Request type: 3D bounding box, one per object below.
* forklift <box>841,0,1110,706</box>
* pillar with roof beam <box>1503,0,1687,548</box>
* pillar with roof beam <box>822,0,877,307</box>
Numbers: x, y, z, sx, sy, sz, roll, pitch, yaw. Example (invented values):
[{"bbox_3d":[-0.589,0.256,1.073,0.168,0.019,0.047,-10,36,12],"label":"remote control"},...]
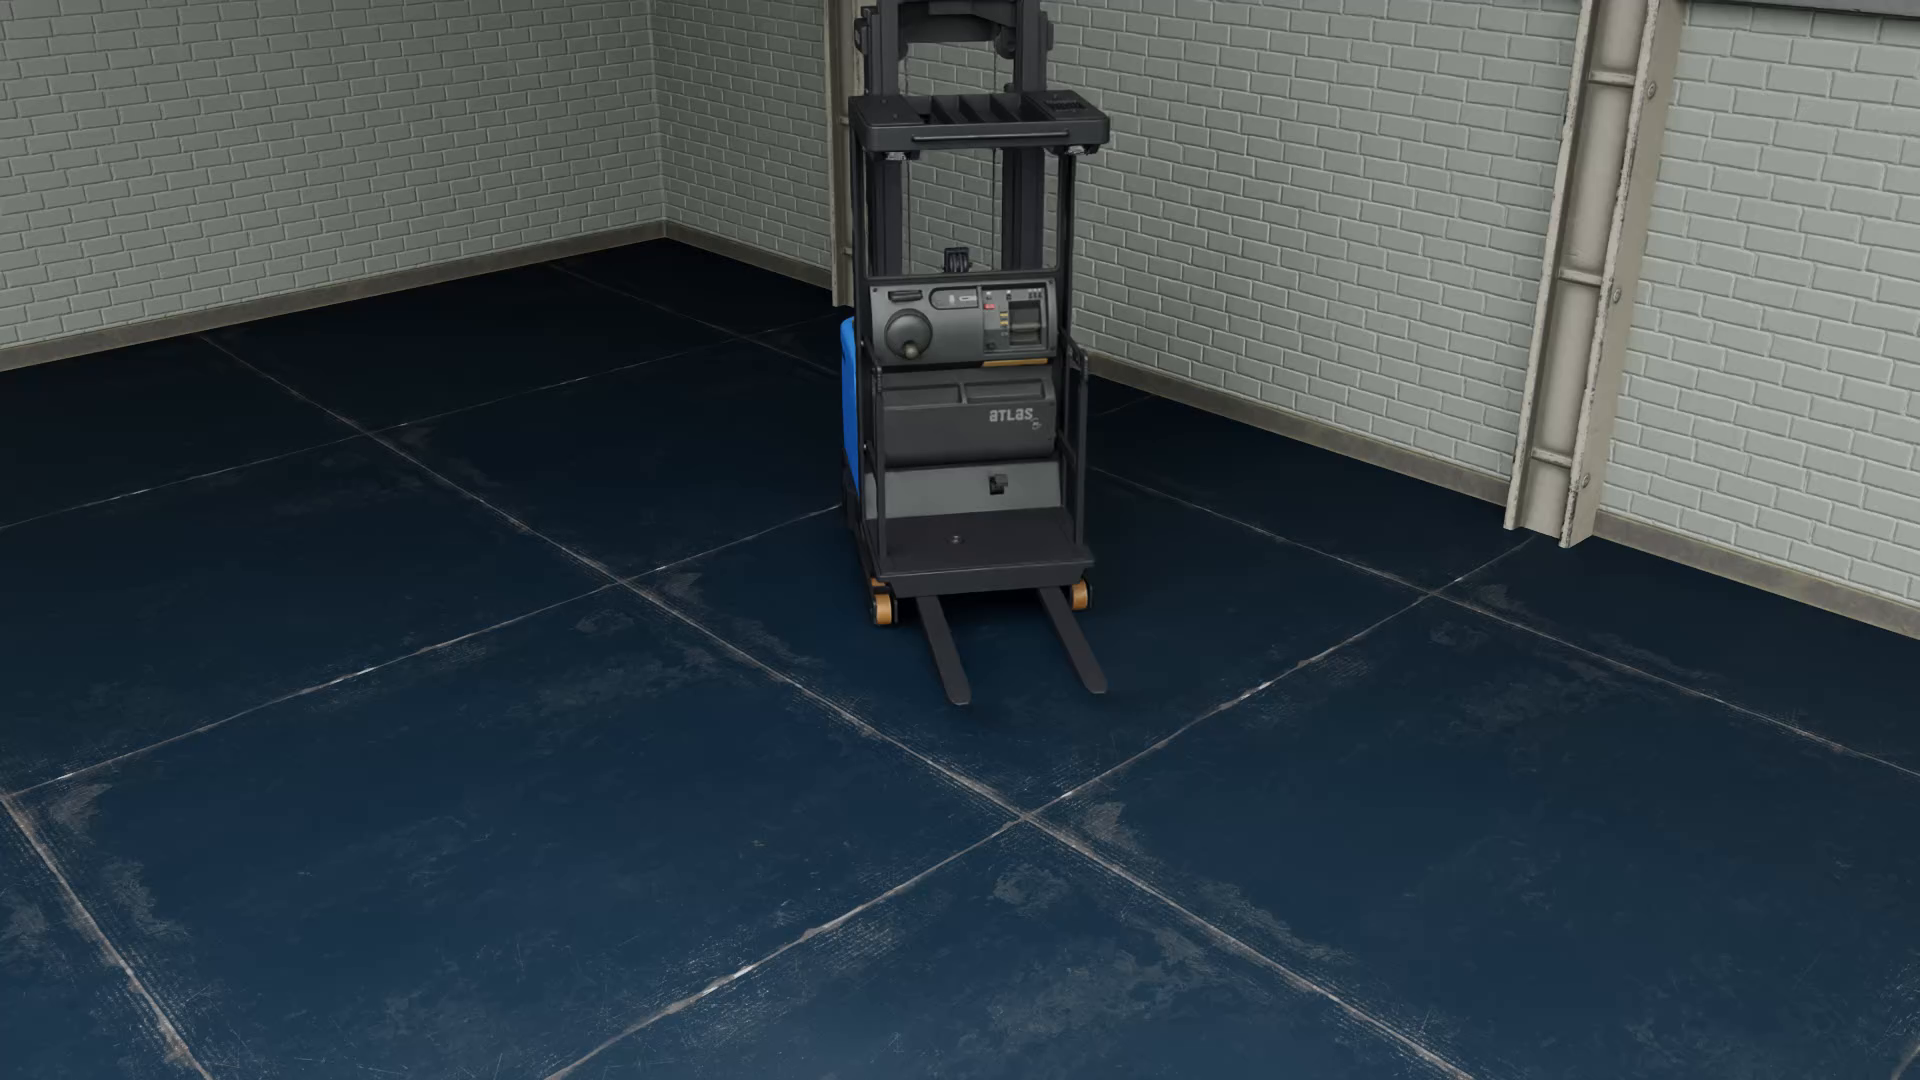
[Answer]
[{"bbox_3d":[0.059,-1.064,8.052,1.130,2.935,3.031,-4,25,-9],"label":"forklift"},{"bbox_3d":[0.175,-2.929,4.828,9.100,9.000,0.400,-21,32,-38],"label":"pillar with roof beam"},{"bbox_3d":[-3.926,-4.747,8.813,9.100,9.000,0.400,-21,32,-38],"label":"pillar with roof beam"}]
